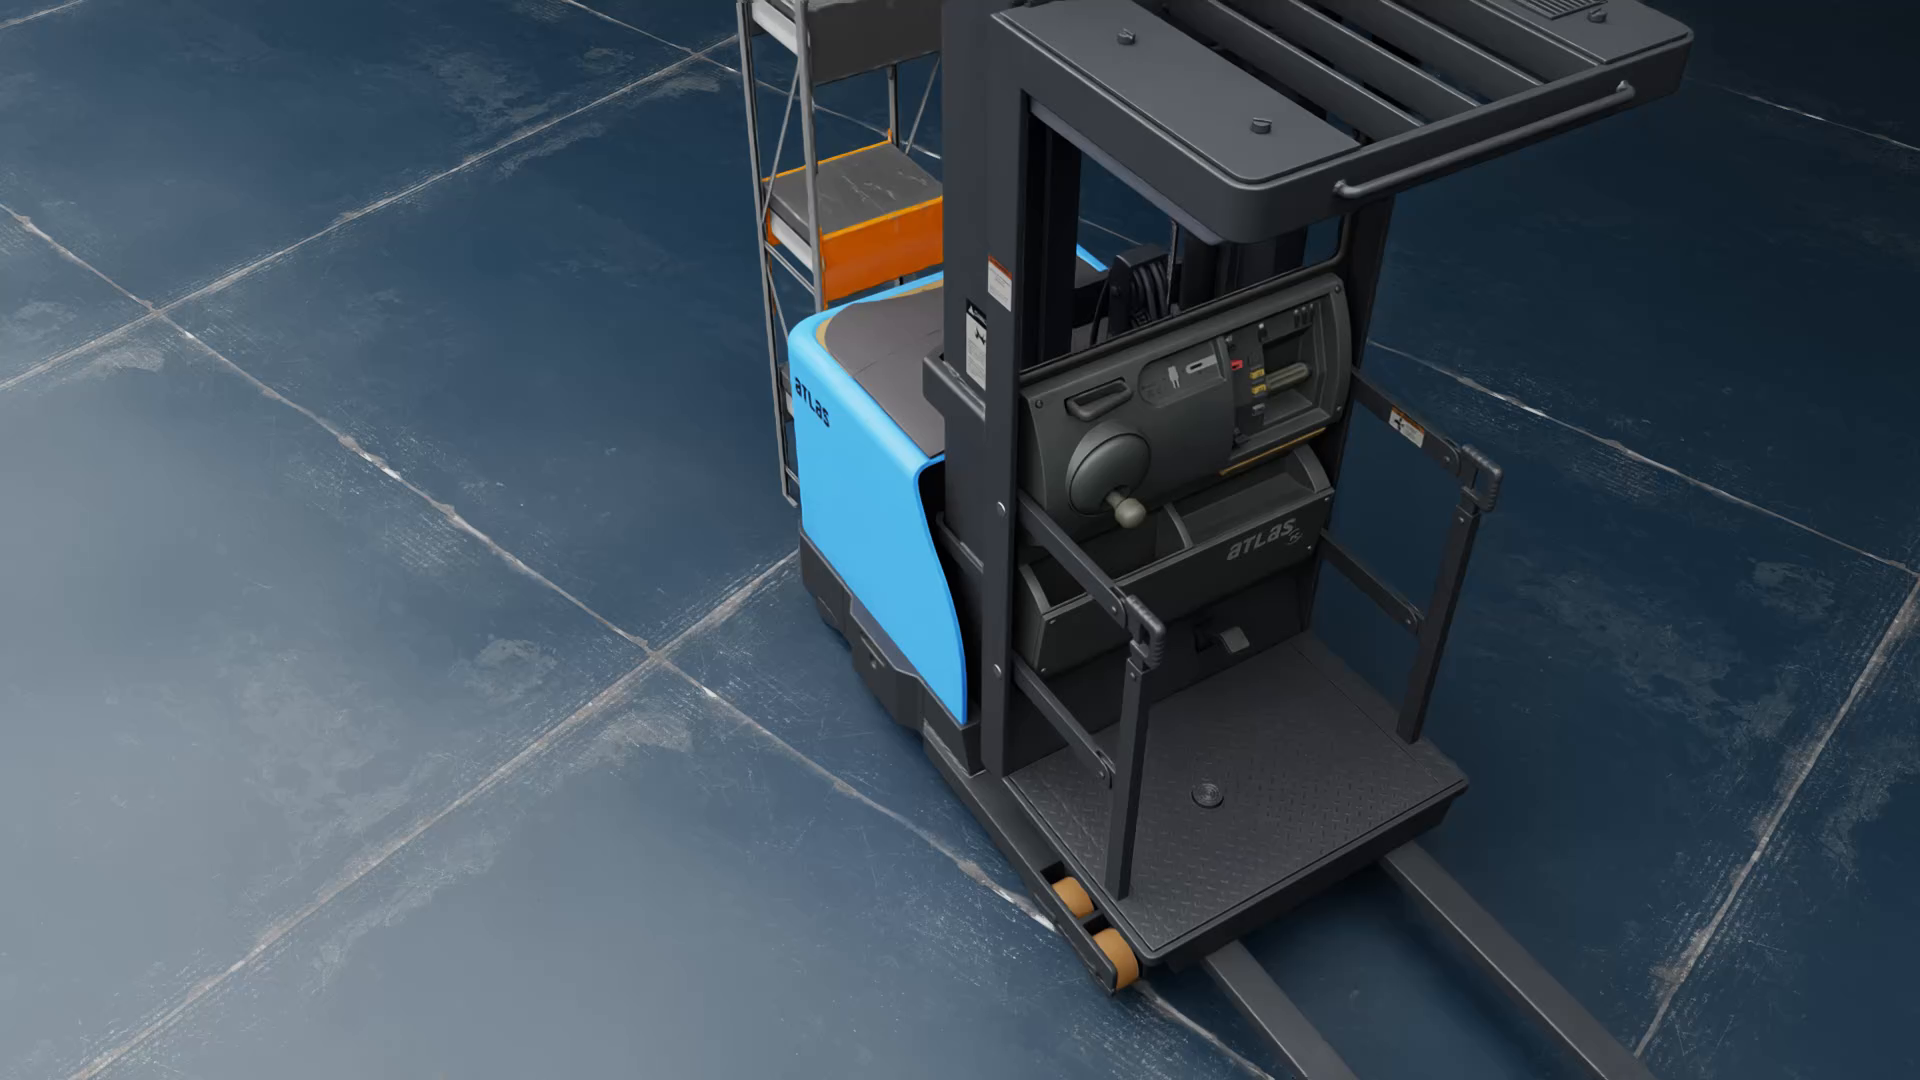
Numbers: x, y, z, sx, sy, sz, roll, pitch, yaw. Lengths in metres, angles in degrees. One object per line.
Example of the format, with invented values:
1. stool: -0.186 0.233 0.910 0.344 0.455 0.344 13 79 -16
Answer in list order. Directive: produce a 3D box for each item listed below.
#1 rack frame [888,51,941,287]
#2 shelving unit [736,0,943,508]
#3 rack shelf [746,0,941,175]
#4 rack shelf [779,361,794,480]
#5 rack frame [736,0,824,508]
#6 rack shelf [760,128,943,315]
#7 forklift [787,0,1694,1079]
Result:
1. rack frame: -0.108 -1.005 5.294 0.015 2.100 0.400 -23 47 -23
2. shelving unit: -0.314 -0.917 5.197 0.503 2.100 0.431 -23 47 -23
3. rack shelf: -0.314 -1.425 4.736 0.480 0.518 0.431 -23 47 -23
4. rack shelf: -0.314 -0.389 5.678 0.480 0.518 0.431 -23 47 -23
5. rack frame: -0.520 -0.829 5.101 0.015 2.100 0.400 -23 47 -23
6. rack shelf: -0.314 -0.907 5.207 0.480 0.518 0.431 -23 47 -23
7. forklift: 0.679 -0.249 3.846 1.130 2.935 3.031 -22 47 -23
